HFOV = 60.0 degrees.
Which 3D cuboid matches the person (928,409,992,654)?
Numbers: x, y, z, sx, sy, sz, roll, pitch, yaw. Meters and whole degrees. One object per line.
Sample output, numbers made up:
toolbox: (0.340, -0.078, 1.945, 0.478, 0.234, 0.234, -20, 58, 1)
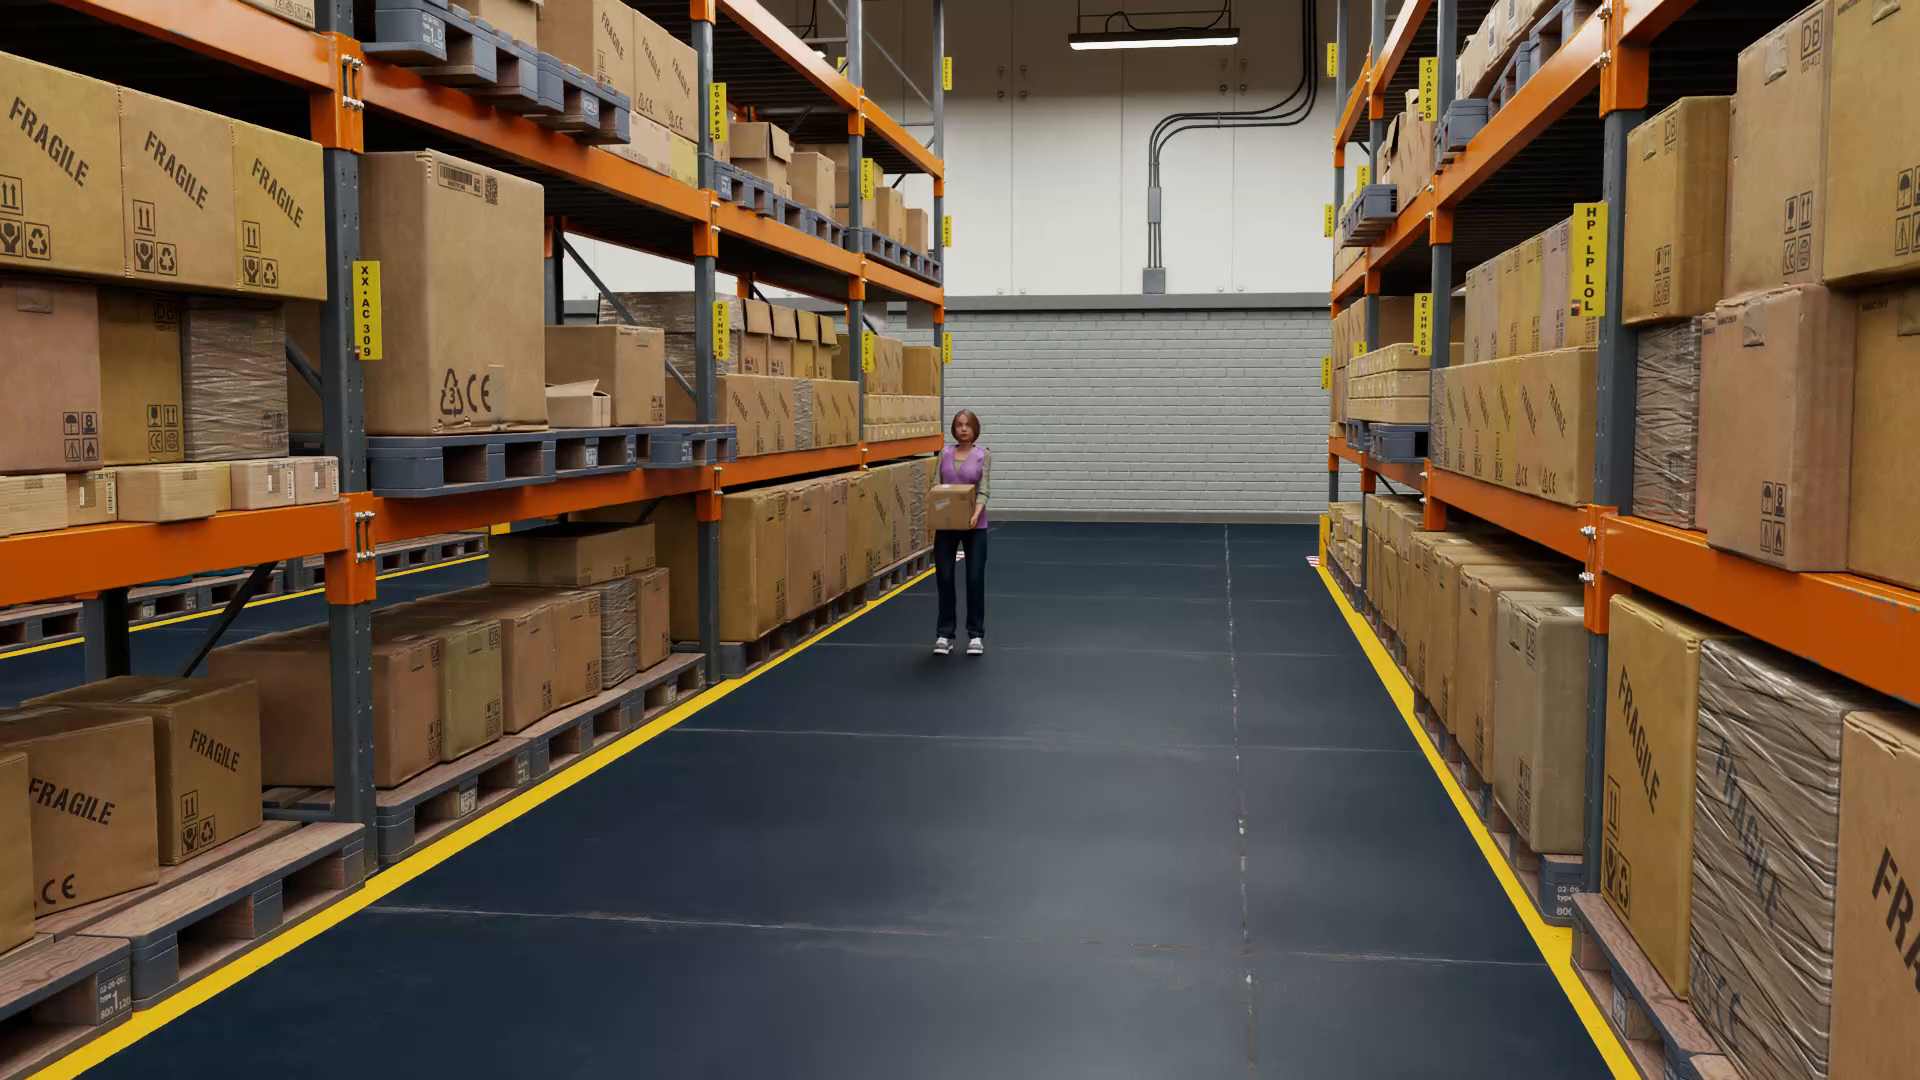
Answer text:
person: (-0.006, -0.050, 10.770, 0.405, 1.590, 0.492, 1, 5, 11)
